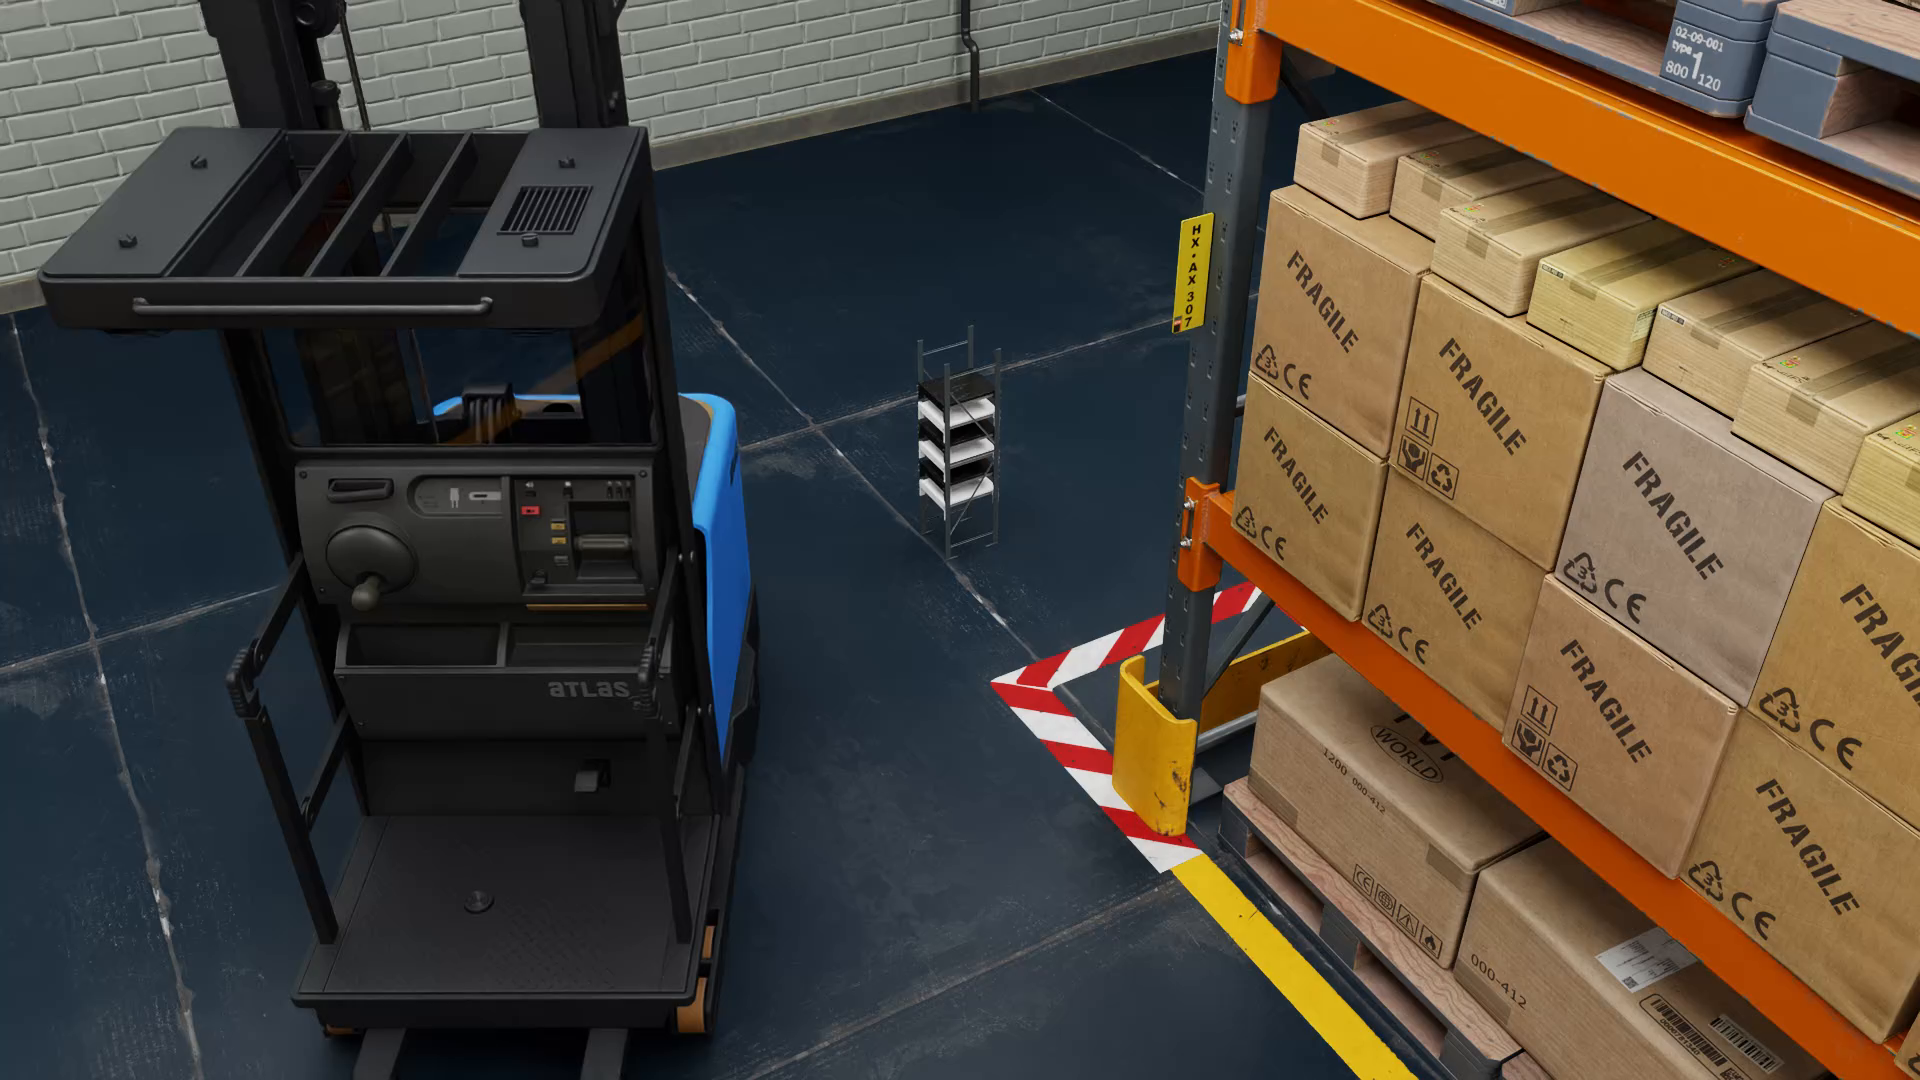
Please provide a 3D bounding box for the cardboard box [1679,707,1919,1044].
[{"bbox_3d":[1.870,0.578,3.331,0.500,0.500,0.500,-18,40,-22],"label":"cardboard box"}]

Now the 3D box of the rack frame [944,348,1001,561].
[{"bbox_3d":[0.047,-0.316,6.419,0.240,0.900,0.006,-19,40,-24],"label":"rack frame"}]

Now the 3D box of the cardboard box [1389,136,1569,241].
[{"bbox_3d":[1.225,-0.807,3.829,0.380,0.149,0.250,-18,40,-23],"label":"cardboard box"}]

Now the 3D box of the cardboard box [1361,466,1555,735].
[{"bbox_3d":[1.364,0.063,4.036,0.500,0.500,0.500,-19,40,-25],"label":"cardboard box"}]

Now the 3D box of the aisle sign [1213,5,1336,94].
[{"bbox_3d":[0.806,-1.477,4.025,0.394,0.787,0.004,-19,40,-24],"label":"aisle sign"}]

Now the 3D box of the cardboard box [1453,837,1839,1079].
[{"bbox_3d":[1.978,1.160,4.435,0.875,0.438,0.875,-18,40,-23],"label":"cardboard box"}]

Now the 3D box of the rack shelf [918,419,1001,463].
[{"bbox_3d":[-0.004,-0.413,6.457,0.258,0.077,0.200,-19,40,-24],"label":"rack shelf"}]

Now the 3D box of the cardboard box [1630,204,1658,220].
[{"bbox_3d":[1.797,-0.830,3.861,0.380,0.149,0.250,-19,40,-24],"label":"cardboard box"}]

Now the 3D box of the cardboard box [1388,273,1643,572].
[{"bbox_3d":[1.353,-0.330,3.726,0.500,0.500,0.500,-20,41,-25],"label":"cardboard box"}]

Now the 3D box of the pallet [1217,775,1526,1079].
[{"bbox_3d":[1.562,1.034,5.155,1.003,0.211,1.213,-19,40,-24],"label":"pallet"}]

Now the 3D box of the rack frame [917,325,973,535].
[{"bbox_3d":[-0.055,-0.419,6.561,0.240,0.900,0.006,-19,40,-24],"label":"rack frame"}]

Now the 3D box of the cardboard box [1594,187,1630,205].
[{"bbox_3d":[1.594,-0.937,4.007,0.380,0.149,0.250,-18,40,-23],"label":"cardboard box"}]

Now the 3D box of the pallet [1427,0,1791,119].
[{"bbox_3d":[1.474,-1.277,3.487,1.003,0.211,1.213,-19,40,-24],"label":"pallet"}]

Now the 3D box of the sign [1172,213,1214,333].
[{"bbox_3d":[0.610,-0.697,4.360,0.100,0.325,0.005,-19,40,-24],"label":"sign"}]

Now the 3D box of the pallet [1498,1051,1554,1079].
[{"bbox_3d":[2.171,1.656,4.304,1.003,0.211,1.213,-19,40,-24],"label":"pallet"}]

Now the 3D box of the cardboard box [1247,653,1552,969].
[{"bbox_3d":[1.511,0.695,5.071,0.875,0.438,0.875,-20,41,-25],"label":"cardboard box"}]

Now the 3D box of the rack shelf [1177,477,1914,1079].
[{"bbox_3d":[2.097,0.834,3.675,1.077,0.370,4.000,-19,40,-24],"label":"rack shelf"}]

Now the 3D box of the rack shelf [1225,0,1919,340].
[{"bbox_3d":[2.097,-0.377,2.790,1.077,0.370,4.000,-19,40,-24],"label":"rack shelf"}]

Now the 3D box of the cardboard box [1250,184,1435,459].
[{"bbox_3d":[1.088,-0.592,4.084,0.500,0.500,0.500,-20,41,-25],"label":"cardboard box"}]

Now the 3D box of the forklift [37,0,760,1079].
[{"bbox_3d":[-1.261,0.054,4.191,1.130,2.935,3.031,0,36,0],"label":"forklift"}]

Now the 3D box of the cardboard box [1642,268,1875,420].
[{"bbox_3d":[1.582,-0.393,3.263,0.380,0.149,0.250,-19,40,-23],"label":"cardboard box"}]

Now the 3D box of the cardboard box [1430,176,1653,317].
[{"bbox_3d":[1.256,-0.641,3.601,0.380,0.149,0.250,-18,40,-23],"label":"cardboard box"}]

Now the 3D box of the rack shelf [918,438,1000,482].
[{"bbox_3d":[-0.004,-0.341,6.510,0.258,0.077,0.200,-19,40,-24],"label":"rack shelf"}]

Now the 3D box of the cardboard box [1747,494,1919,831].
[{"bbox_3d":[1.870,0.184,3.022,0.500,0.500,0.500,-19,40,-24],"label":"cardboard box"}]

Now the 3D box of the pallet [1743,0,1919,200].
[{"bbox_3d":[2.091,-0.654,2.634,1.003,0.211,1.213,-19,40,-24],"label":"pallet"}]

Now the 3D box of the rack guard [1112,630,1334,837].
[{"bbox_3d":[1.081,0.521,5.613,1.175,0.500,0.348,-19,40,-24],"label":"rack guard"}]

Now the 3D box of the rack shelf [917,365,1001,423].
[{"bbox_3d":[-0.004,-0.559,6.351,0.258,0.077,0.200,-19,40,-24],"label":"rack shelf"}]

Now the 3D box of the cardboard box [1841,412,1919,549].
[{"bbox_3d":[1.774,-0.116,2.884,0.380,0.149,0.250,-20,41,-25],"label":"cardboard box"}]

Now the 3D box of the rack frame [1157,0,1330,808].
[{"bbox_3d":[1.093,-0.477,4.859,1.000,3.000,0.127,-19,40,-24],"label":"rack frame"}]

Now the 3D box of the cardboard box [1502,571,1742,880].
[{"bbox_3d":[1.604,0.327,3.674,0.500,0.500,0.500,-19,40,-24],"label":"cardboard box"}]

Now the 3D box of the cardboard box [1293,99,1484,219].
[{"bbox_3d":[1.032,-0.920,3.983,0.380,0.149,0.250,-18,40,-23],"label":"cardboard box"}]

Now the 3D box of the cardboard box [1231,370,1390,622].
[{"bbox_3d":[1.086,-0.187,4.378,0.500,0.500,0.500,-19,40,-24],"label":"cardboard box"}]

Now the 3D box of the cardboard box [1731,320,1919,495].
[{"bbox_3d":[1.671,-0.254,3.072,0.380,0.149,0.250,-19,40,-24],"label":"cardboard box"}]

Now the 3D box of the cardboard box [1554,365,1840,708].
[{"bbox_3d":[1.619,-0.070,3.370,0.500,0.500,0.500,-19,40,-24],"label":"cardboard box"}]

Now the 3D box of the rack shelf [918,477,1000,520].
[{"bbox_3d":[-0.004,-0.195,6.616,0.258,0.077,0.200,-19,40,-24],"label":"rack shelf"}]

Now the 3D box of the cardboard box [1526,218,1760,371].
[{"bbox_3d":[1.404,-0.512,3.425,0.380,0.149,0.250,-20,41,-25],"label":"cardboard box"}]

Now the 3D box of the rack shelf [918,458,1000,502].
[{"bbox_3d":[-0.004,-0.268,6.563,0.258,0.077,0.200,-19,40,-24],"label":"rack shelf"}]

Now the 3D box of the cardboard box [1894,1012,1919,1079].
[{"bbox_3d":[2.120,0.849,2.959,0.500,0.500,0.500,-20,40,-25],"label":"cardboard box"}]

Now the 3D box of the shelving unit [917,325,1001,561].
[{"bbox_3d":[-0.004,-0.368,6.490,0.258,0.900,0.210,-19,40,-24],"label":"shelving unit"}]

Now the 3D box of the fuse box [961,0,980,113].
[{"bbox_3d":[0.129,-3.373,9.917,0.539,1.711,0.414,-19,40,-24],"label":"fuse box"}]

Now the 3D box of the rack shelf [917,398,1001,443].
[{"bbox_3d":[-0.004,-0.486,6.404,0.258,0.077,0.200,-19,40,-24],"label":"rack shelf"}]

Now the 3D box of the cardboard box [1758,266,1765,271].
[{"bbox_3d":[1.888,-0.689,3.668,0.380,0.149,0.250,-18,40,-23],"label":"cardboard box"}]
